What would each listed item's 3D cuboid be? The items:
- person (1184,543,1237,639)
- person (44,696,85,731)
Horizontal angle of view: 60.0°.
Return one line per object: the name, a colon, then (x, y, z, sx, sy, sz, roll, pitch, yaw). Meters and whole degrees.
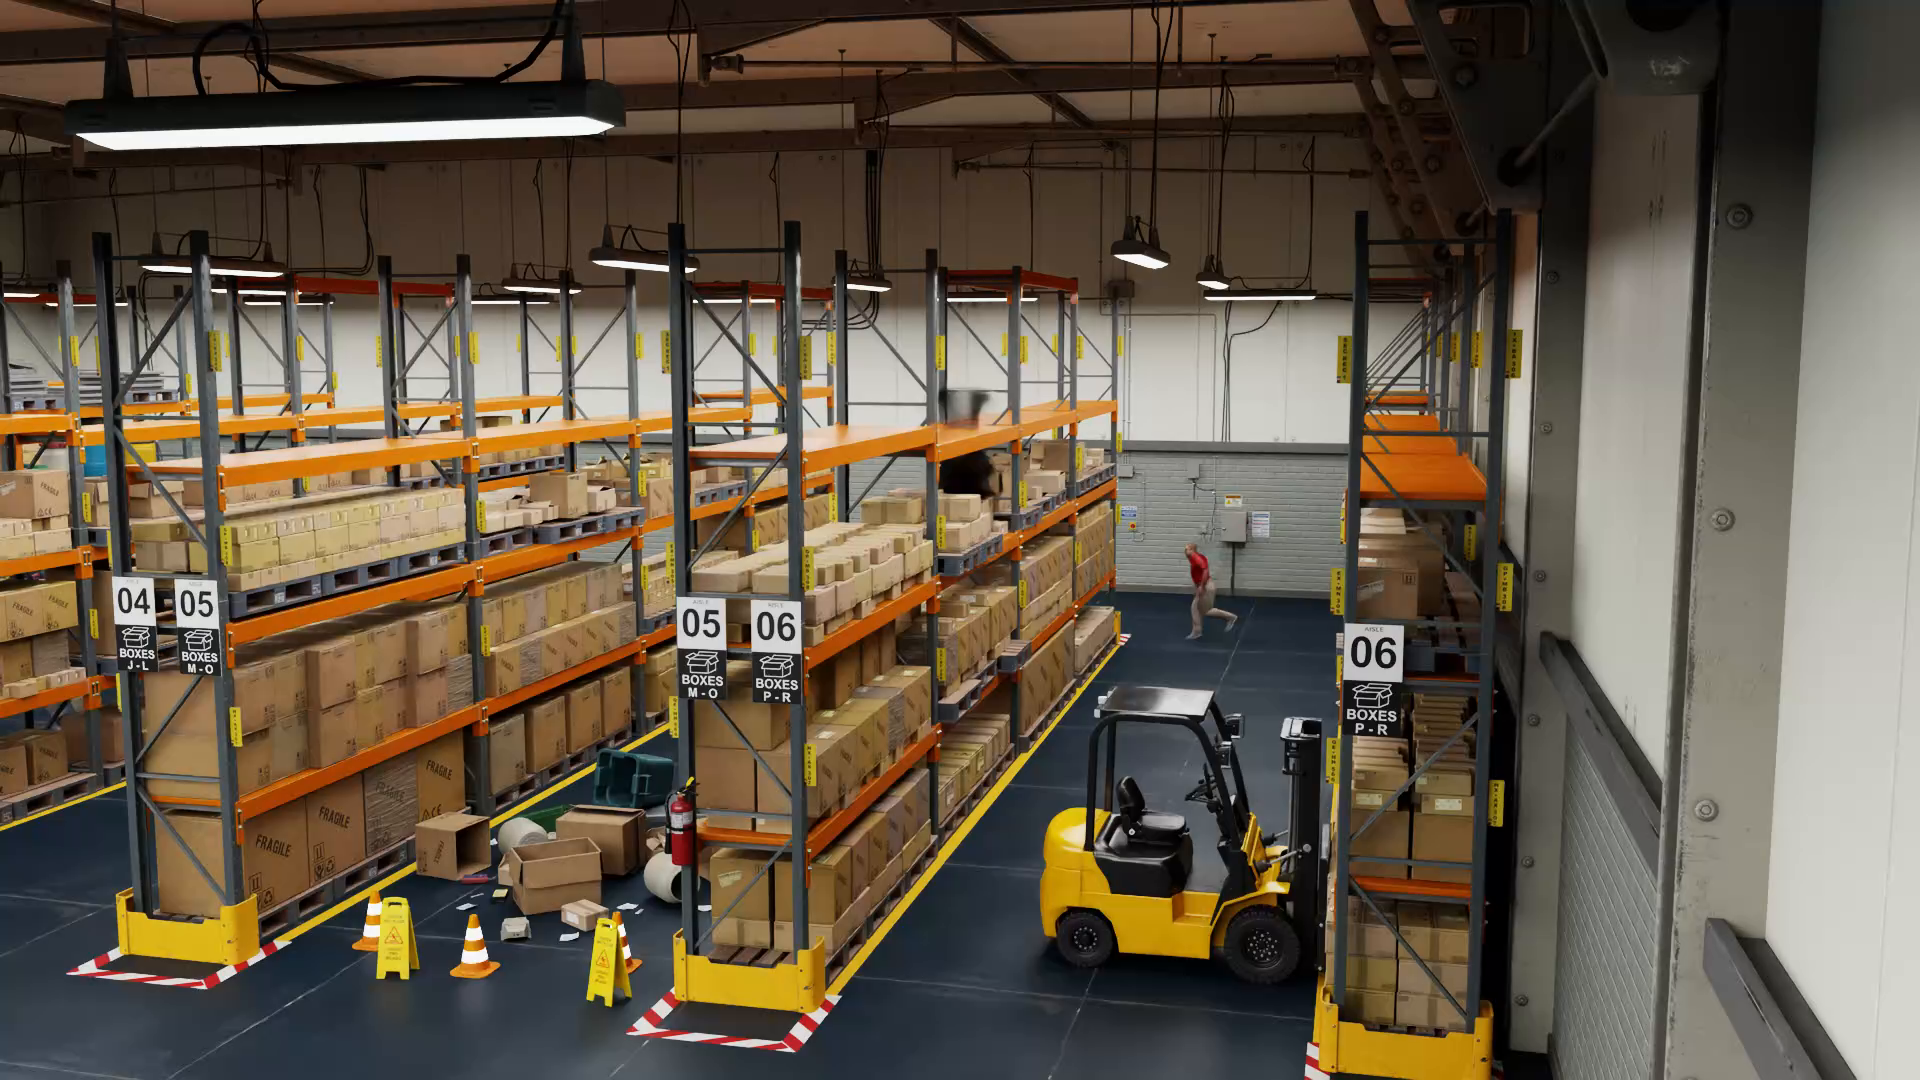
person: (4.310, 0.894, 28.570, 0.925, 1.689, 0.660, 2, 7, 14)
person: (-11.424, 1.714, 21.248, 0.607, 1.784, 0.819, 0, 7, 4)
